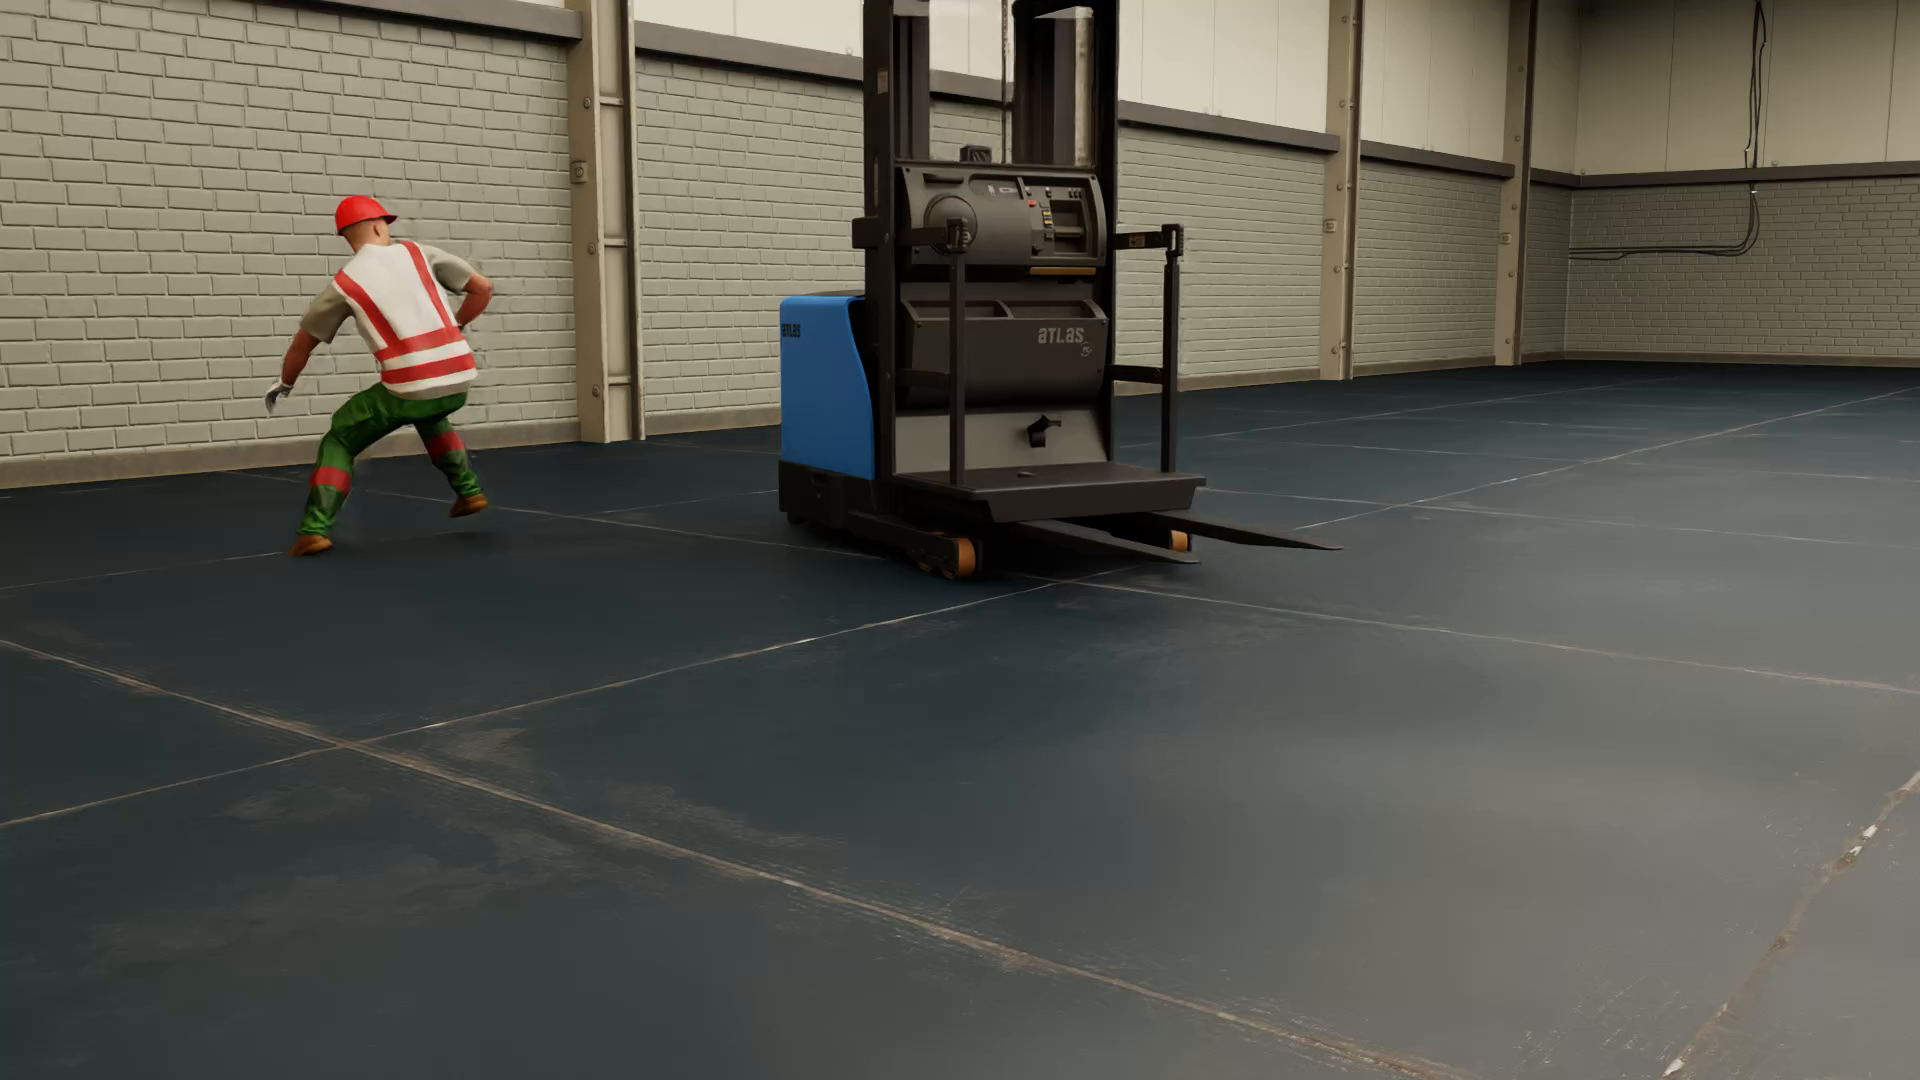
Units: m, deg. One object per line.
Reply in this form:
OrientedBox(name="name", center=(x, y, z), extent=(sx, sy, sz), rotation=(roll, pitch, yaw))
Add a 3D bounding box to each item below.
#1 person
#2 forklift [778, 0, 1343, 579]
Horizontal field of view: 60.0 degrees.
OrientedBox(name="person", center=(-2.503, -0.699, 7.165), extent=(0.898, 1.540, 0.777), rotation=(-7, 11, -40))
OrientedBox(name="forklift", center=(0.294, -1.373, 6.664), extent=(1.130, 2.935, 3.031), rotation=(-5, 9, -28))
